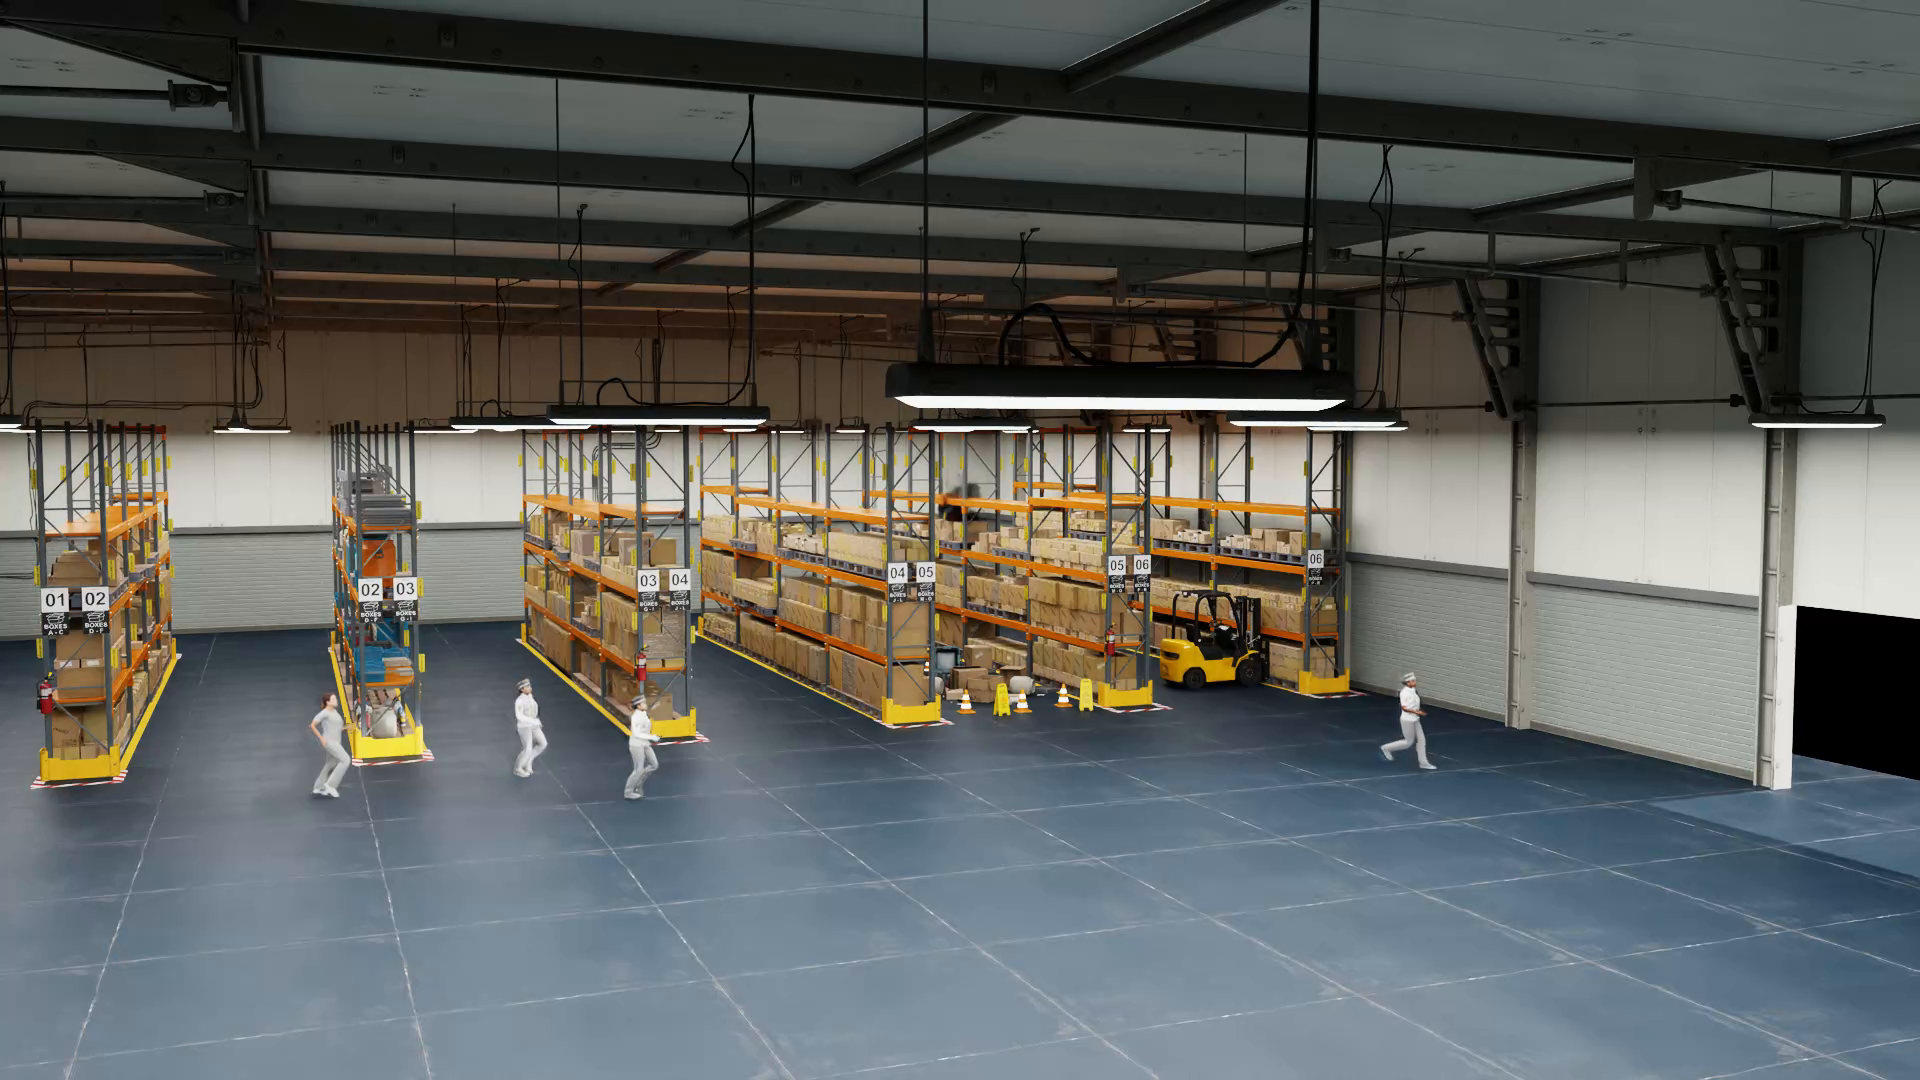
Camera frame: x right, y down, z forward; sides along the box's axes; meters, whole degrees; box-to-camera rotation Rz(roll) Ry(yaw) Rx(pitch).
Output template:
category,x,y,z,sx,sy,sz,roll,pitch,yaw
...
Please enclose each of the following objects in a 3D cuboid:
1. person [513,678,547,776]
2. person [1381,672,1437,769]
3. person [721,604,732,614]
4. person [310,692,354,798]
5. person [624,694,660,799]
category,x,y,z,sx,sy,sz,roll,pitch,yaw
person,-7.248,3.141,27.979,0.575,1.656,0.629,1,4,15
person,7.744,3.096,28.613,0.934,1.666,0.595,2,4,27
person,-6.847,1.814,49.553,0.556,1.620,0.606,-2,4,-24
person,-9.930,3.240,26.317,0.681,1.668,0.536,0,4,-3
person,-4.993,3.244,26.183,0.618,1.671,0.635,0,4,7
